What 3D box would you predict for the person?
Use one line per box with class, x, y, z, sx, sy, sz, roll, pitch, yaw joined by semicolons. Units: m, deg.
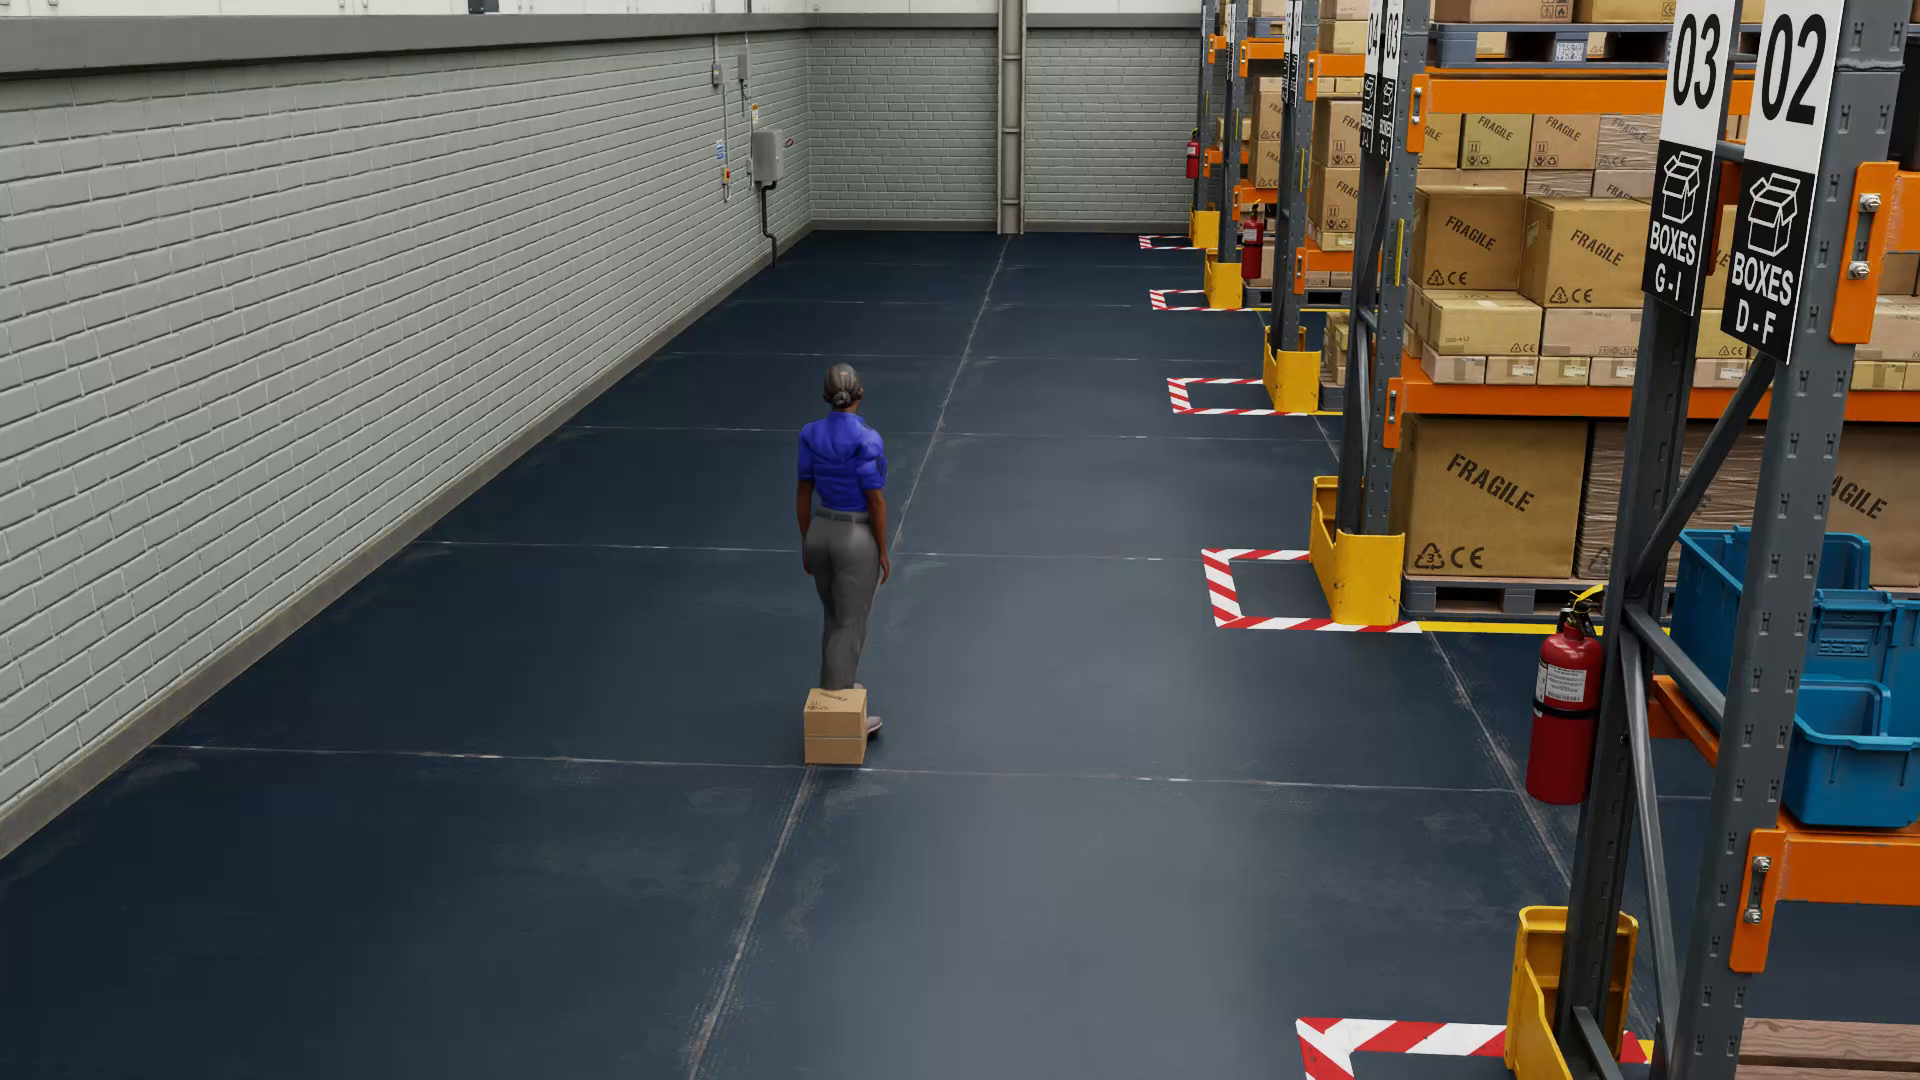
person;-0.517;0.037;7.436;0.487;1.655;0.548;13;22;34
